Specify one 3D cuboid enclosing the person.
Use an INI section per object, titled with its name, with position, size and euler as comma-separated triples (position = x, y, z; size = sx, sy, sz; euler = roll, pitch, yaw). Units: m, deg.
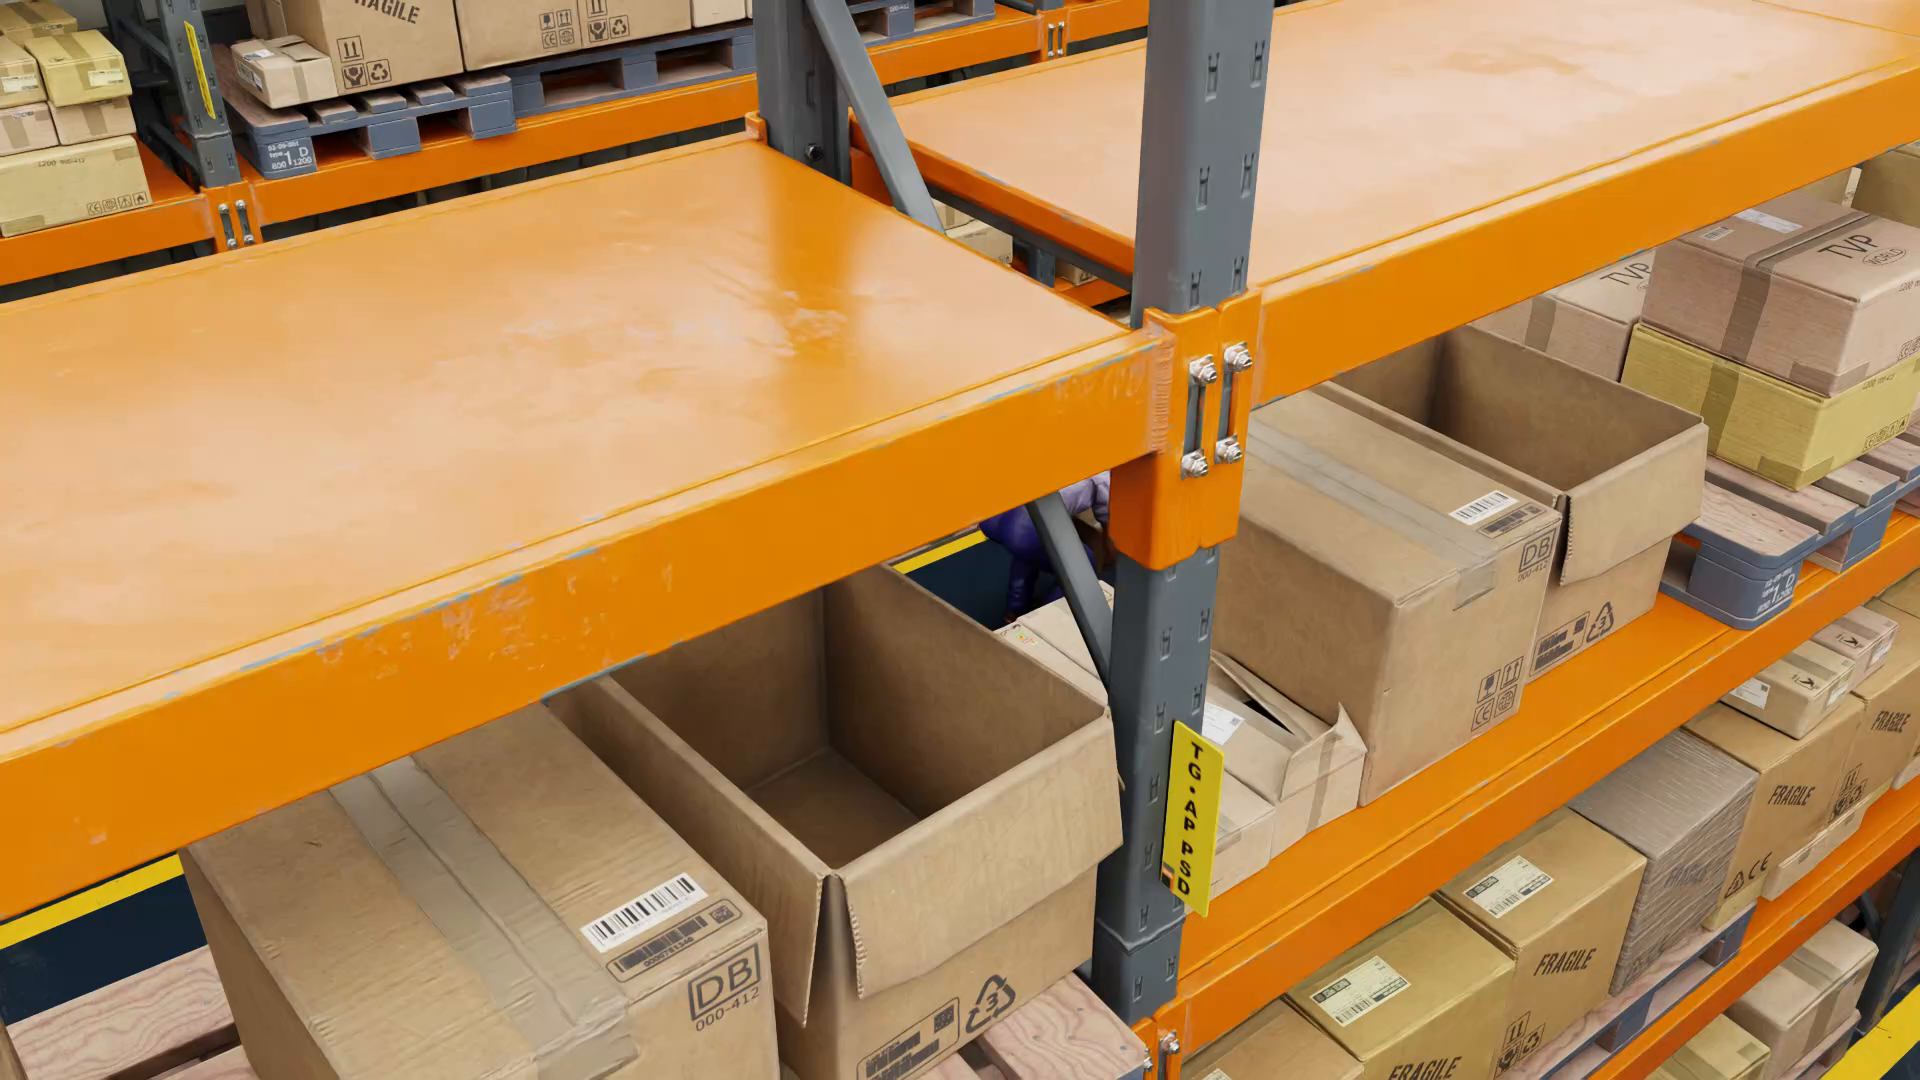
[person]
position = 0.508, -0.014, 8.424
size = 0.892, 1.015, 0.501
euler = -25, 40, -33
